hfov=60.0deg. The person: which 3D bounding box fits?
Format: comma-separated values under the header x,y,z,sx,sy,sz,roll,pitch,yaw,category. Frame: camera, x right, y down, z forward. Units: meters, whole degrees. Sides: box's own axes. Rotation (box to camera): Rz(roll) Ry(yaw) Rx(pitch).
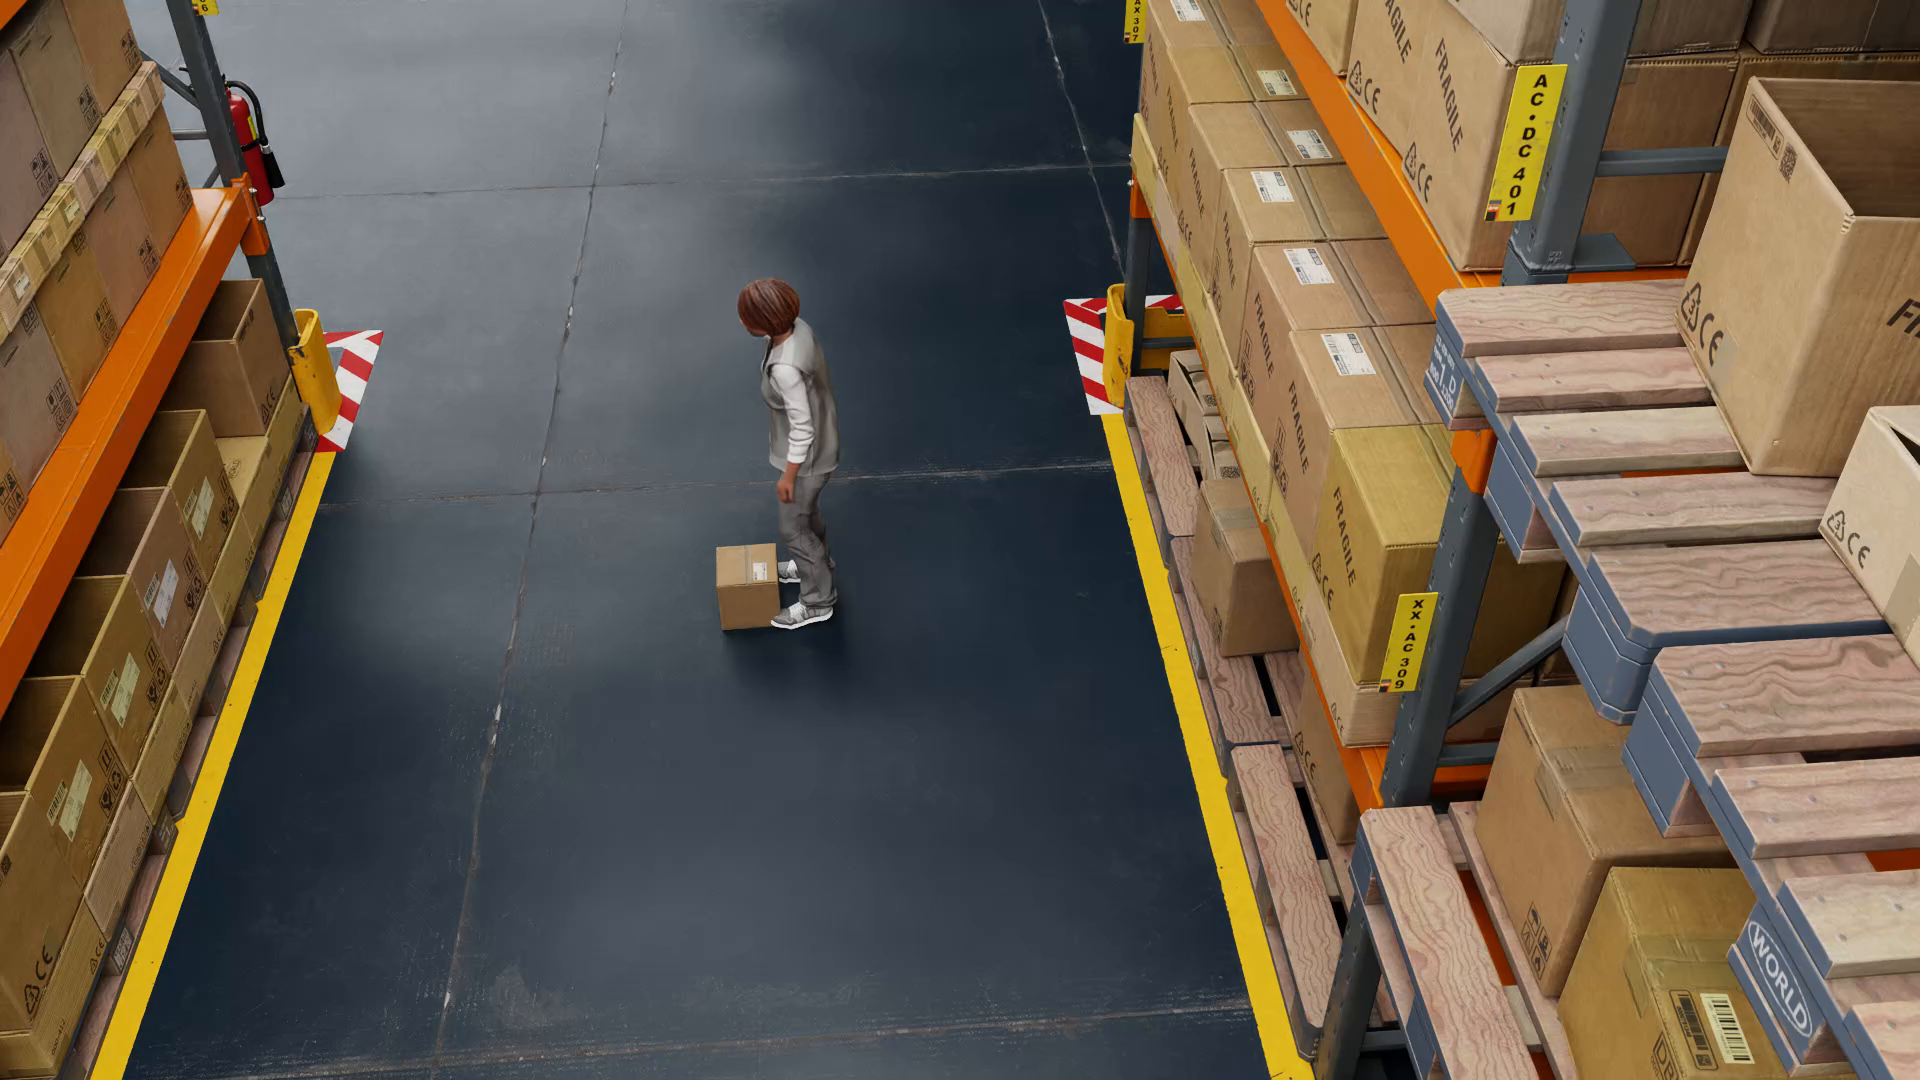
x,y,z,sx,sy,sz,roll,pitch,yaw,category
-0.643,-0.344,6.578,0.344,1.593,0.460,-3,40,-4,person
